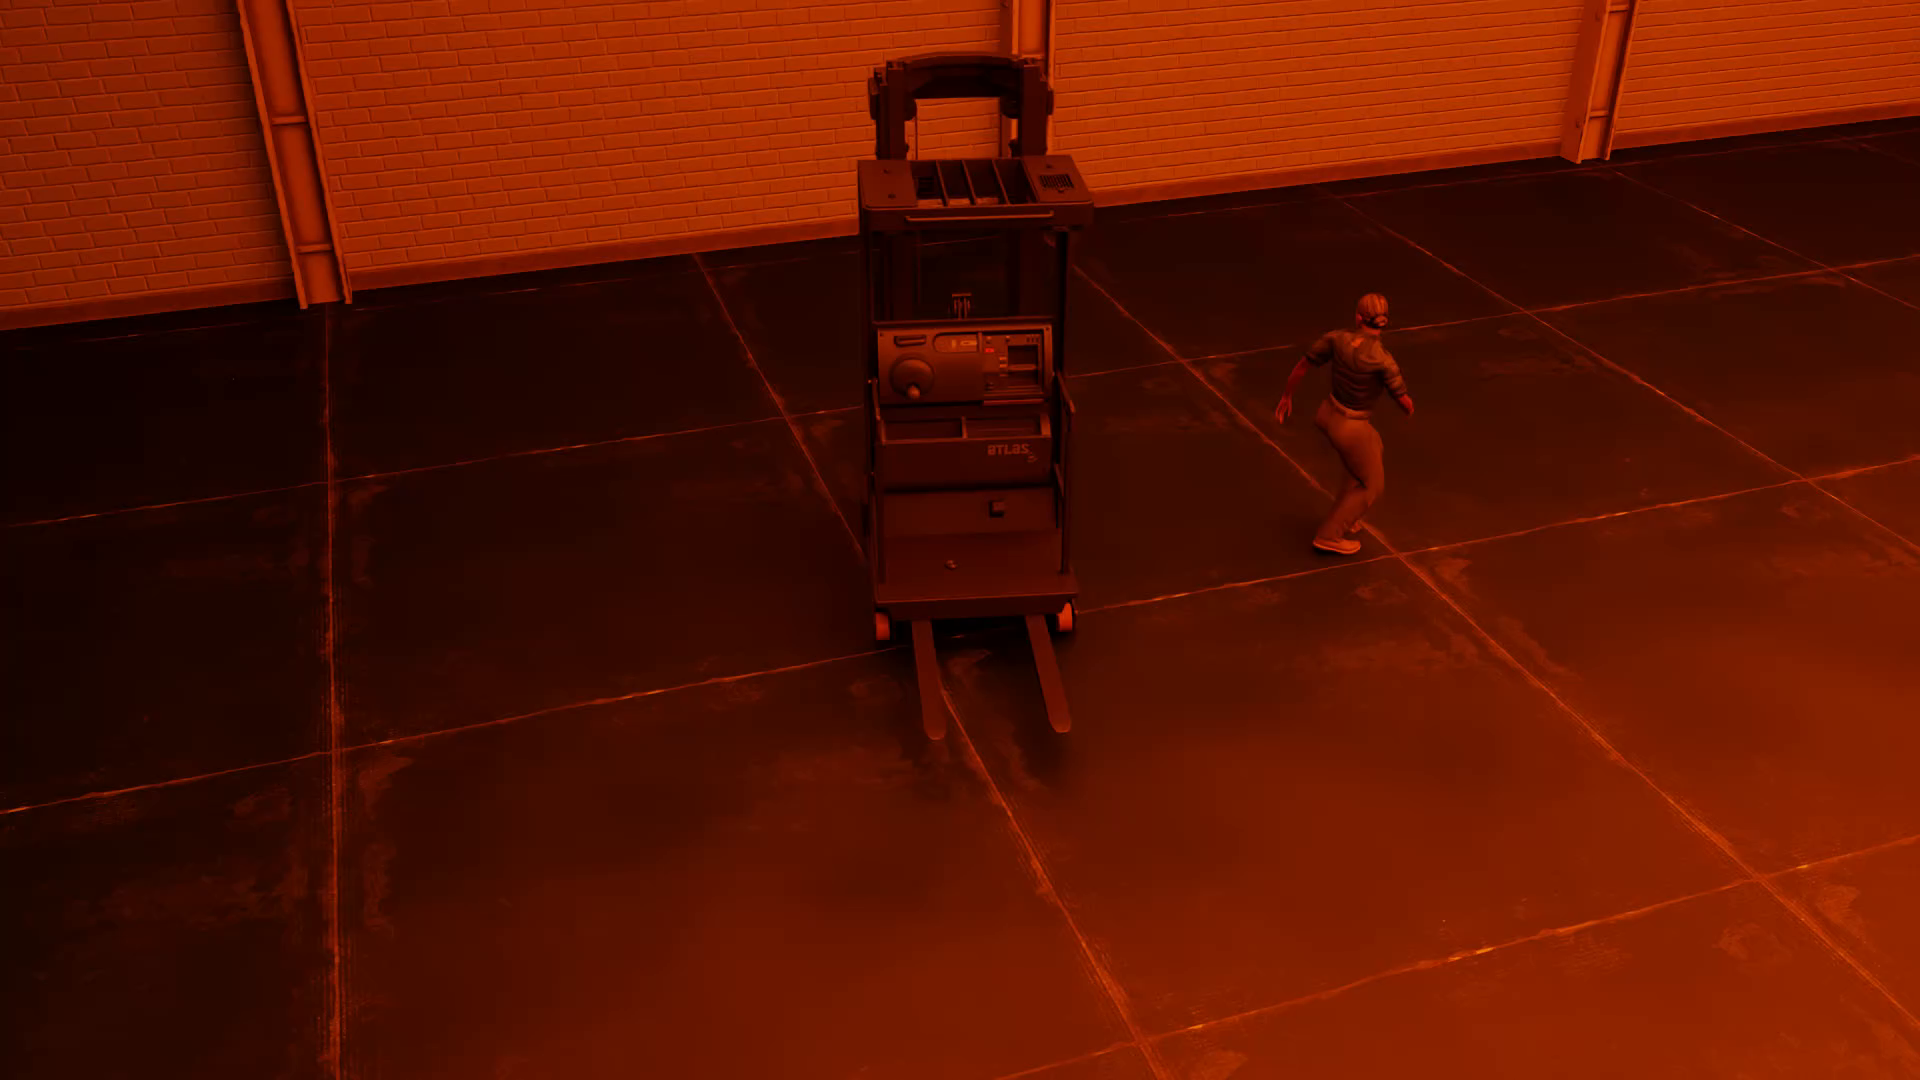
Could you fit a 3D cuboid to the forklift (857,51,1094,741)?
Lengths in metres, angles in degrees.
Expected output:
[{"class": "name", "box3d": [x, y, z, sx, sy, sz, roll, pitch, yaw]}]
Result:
[{"class": "forklift", "box3d": [0.050, -0.893, 8.639, 1.130, 2.935, 3.031, -3, 30, -5]}]

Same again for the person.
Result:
[{"class": "person", "box3d": [2.268, -0.656, 9.622, 0.720, 1.639, 0.583, -11, 32, -18]}]
